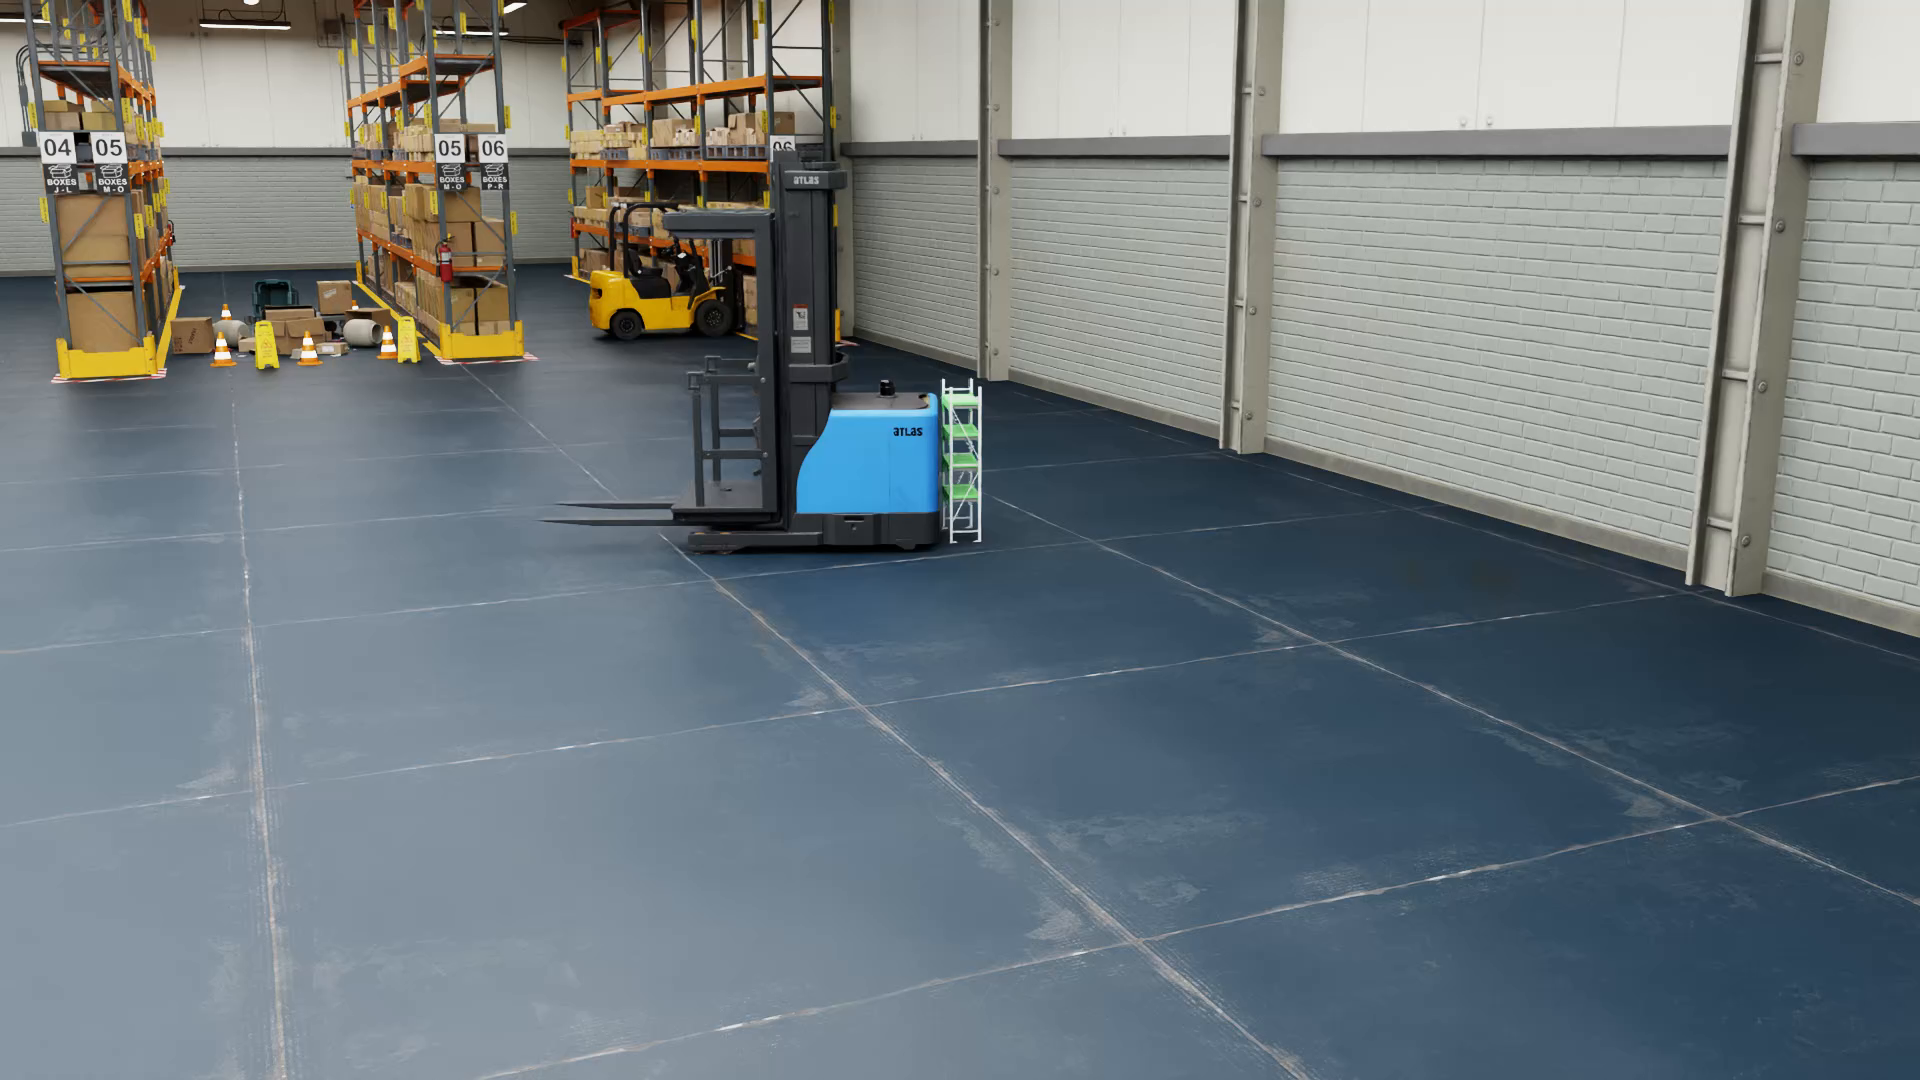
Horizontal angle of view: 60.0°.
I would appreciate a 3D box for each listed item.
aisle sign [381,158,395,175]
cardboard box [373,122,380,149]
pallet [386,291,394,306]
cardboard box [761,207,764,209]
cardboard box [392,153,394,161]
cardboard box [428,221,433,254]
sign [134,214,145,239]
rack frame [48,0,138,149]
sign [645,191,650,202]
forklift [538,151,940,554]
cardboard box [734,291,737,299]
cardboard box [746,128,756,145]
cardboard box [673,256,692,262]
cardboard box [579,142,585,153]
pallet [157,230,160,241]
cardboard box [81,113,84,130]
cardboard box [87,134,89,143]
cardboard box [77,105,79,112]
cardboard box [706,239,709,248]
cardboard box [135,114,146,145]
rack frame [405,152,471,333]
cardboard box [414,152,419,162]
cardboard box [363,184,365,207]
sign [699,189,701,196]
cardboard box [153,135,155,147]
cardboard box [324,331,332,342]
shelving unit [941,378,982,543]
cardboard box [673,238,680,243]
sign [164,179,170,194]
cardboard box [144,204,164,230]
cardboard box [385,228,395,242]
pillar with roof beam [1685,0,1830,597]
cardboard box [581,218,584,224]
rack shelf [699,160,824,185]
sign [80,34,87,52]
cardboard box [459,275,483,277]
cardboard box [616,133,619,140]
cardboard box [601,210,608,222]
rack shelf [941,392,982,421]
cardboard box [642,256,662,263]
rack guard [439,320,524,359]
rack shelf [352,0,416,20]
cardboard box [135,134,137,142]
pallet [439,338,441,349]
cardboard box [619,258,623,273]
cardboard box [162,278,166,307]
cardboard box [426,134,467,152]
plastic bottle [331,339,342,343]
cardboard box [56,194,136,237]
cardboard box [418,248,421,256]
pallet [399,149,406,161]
[{"bbox_3d":[-13.200,-8.791,38.437,0.394,0.787,0.004,-6,14,-23],"label":"aisle sign"},{"bbox_3d":[-10.821,-7.731,31.816,0.700,0.500,0.500,-6,15,-26],"label":"cardboard box"},{"bbox_3d":[-10.982,-4.892,33.538,1.003,0.211,1.213,-6,14,-23],"label":"pallet"},{"bbox_3d":[-2.963,-5.238,26.530,0.380,0.149,0.250,-6,14,-23],"label":"cardboard box"},{"bbox_3d":[-10.280,-7.088,30.746,0.380,0.149,0.250,-6,14,-23],"label":"cardboard box"},{"bbox_3d":[-7.712,-4.561,25.043,0.500,0.500,0.500,-6,14,-23],"label":"cardboard box"},{"bbox_3d":[-11.030,-4.218,22.345,0.100,0.325,0.005,-6,14,-23],"label":"sign"},{"bbox_3d":[-13.143,-7.457,25.134,1.000,3.000,0.127,-6,14,-23],"label":"rack frame"},{"bbox_3d":[-6.197,-6.753,33.002,0.100,0.325,0.005,-6,14,-23],"label":"sign"},{"bbox_3d":[-1.672,-1.440,12.592,3.031,2.935,1.130,0,13,-1],"label":"forklift"},{"bbox_3d":[-3.595,-4.119,28.074,0.500,0.250,0.500,-6,14,-23],"label":"cardboard box"},{"bbox_3d":[-3.211,-6.471,26.668,0.396,0.266,0.258,-6,14,-23],"label":"cardboard box"},{"bbox_3d":[-5.709,-5.774,34.340,0.380,0.149,0.250,-5,14,-21],"label":"cardboard box"},{"bbox_3d":[-8.565,-9.138,38.720,0.500,0.250,0.500,-6,14,-25],"label":"cardboard box"},{"bbox_3d":[-15.576,-5.673,31.154,1.003,0.211,1.213,-6,14,-23],"label":"pallet"},{"bbox_3d":[-12.193,-5.674,22.601,0.500,0.250,0.500,-6,14,-23],"label":"cardboard box"},{"bbox_3d":[-13.309,-6.021,24.985,0.380,0.149,0.250,-6,14,-24],"label":"cardboard box"},{"bbox_3d":[-12.699,-6.095,23.537,0.380,0.149,0.250,-6,14,-23],"label":"cardboard box"},{"bbox_3d":[-4.163,-5.385,29.264,0.500,0.500,0.500,-6,14,-25],"label":"cardboard box"},{"bbox_3d":[-13.793,-6.791,27.531,0.500,0.500,0.500,-6,14,-23],"label":"cardboard box"},{"bbox_3d":[-8.648,-5.003,27.833,1.000,3.000,0.127,-6,14,-23],"label":"rack frame"},{"bbox_3d":[-8.312,-5.981,25.964,0.380,0.149,0.250,-6,14,-24],"label":"cardboard box"},{"bbox_3d":[-12.491,-7.369,35.620,0.500,0.500,0.500,-6,14,-24],"label":"cardboard box"},{"bbox_3d":[-5.197,-6.893,33.433,0.100,0.325,0.005,-6,14,-23],"label":"sign"},{"bbox_3d":[-16.321,-7.940,33.098,0.500,0.250,0.500,-5,14,-21],"label":"cardboard box"},{"bbox_3d":[-10.288,-3.309,26.576,0.396,0.266,0.258,6,14,26],"label":"cardboard box"},{"bbox_3d":[0.011,-0.624,12.903,0.258,1.200,0.503,-2,13,-7],"label":"shelving unit"},{"bbox_3d":[-5.134,-5.774,31.498,0.500,0.250,0.500,-5,14,-21],"label":"cardboard box"},{"bbox_3d":[-17.434,-7.778,36.555,0.100,0.325,0.005,-6,14,-23],"label":"sign"},{"bbox_3d":[-16.315,-6.506,33.448,0.500,0.500,0.500,-6,14,-24],"label":"cardboard box"},{"bbox_3d":[-10.691,-5.837,31.770,0.500,0.250,0.500,-6,14,-25],"label":"cardboard box"},{"bbox_3d":[1.313,-3.666,8.751,9.100,9.000,0.400,-6,14,-23],"label":"pillar with roof beam"},{"bbox_3d":[-8.884,-7.668,39.904,0.380,0.149,0.250,-5,14,-22],"label":"cardboard box"},{"bbox_3d":[-3.300,-6.149,27.731,1.077,0.370,4.000,-6,14,-23],"label":"rack shelf"},{"bbox_3d":[-16.852,-9.559,31.966,0.100,0.325,0.005,-6,14,-23],"label":"sign"},{"bbox_3d":[-8.165,-4.135,27.587,0.500,0.500,0.500,-6,14,-24],"label":"cardboard box"},{"bbox_3d":[-7.009,-8.480,34.951,0.380,0.149,0.250,-6,14,-23],"label":"cardboard box"},{"bbox_3d":[-7.734,-7.260,37.257,0.500,0.250,0.500,-5,14,-22],"label":"cardboard box"},{"bbox_3d":[0.011,-1.029,12.810,0.258,0.148,0.480,-2,13,-7],"label":"rack shelf"},{"bbox_3d":[-6.401,-5.831,34.584,0.380,0.149,0.250,-5,14,-21],"label":"cardboard box"},{"bbox_3d":[-7.076,-2.974,24.612,1.175,0.500,0.348,-6,14,-23],"label":"rack guard"},{"bbox_3d":[-11.052,-10.434,32.219,1.077,0.370,4.000,-6,14,-23],"label":"rack shelf"},{"bbox_3d":[-12.603,-6.029,25.017,0.380,0.149,0.250,-5,14,-22],"label":"cardboard box"},{"bbox_3d":[-7.369,-3.004,25.383,1.003,0.211,1.213,-6,14,-23],"label":"pallet"},{"bbox_3d":[-7.096,-5.862,36.158,0.500,0.500,0.500,-6,14,-24],"label":"cardboard box"},{"bbox_3d":[-14.795,-4.517,30.347,0.500,0.500,0.500,-6,14,-25],"label":"cardboard box"},{"bbox_3d":[-7.498,-5.791,24.259,0.500,0.250,0.500,-6,14,-24],"label":"cardboard box"},{"bbox_3d":[-9.850,-3.135,26.280,0.133,0.061,0.283,-3,13,-13],"label":"plastic bottle"},{"bbox_3d":[-11.654,-4.388,22.448,0.875,0.550,0.550,-6,14,-23],"label":"cardboard box"},{"bbox_3d":[-8.667,-4.739,27.249,0.380,0.149,0.250,-5,14,-21],"label":"cardboard box"},{"bbox_3d":[-8.798,-6.510,28.108,1.213,0.211,1.003,-6,14,-23],"label":"pallet"}]
